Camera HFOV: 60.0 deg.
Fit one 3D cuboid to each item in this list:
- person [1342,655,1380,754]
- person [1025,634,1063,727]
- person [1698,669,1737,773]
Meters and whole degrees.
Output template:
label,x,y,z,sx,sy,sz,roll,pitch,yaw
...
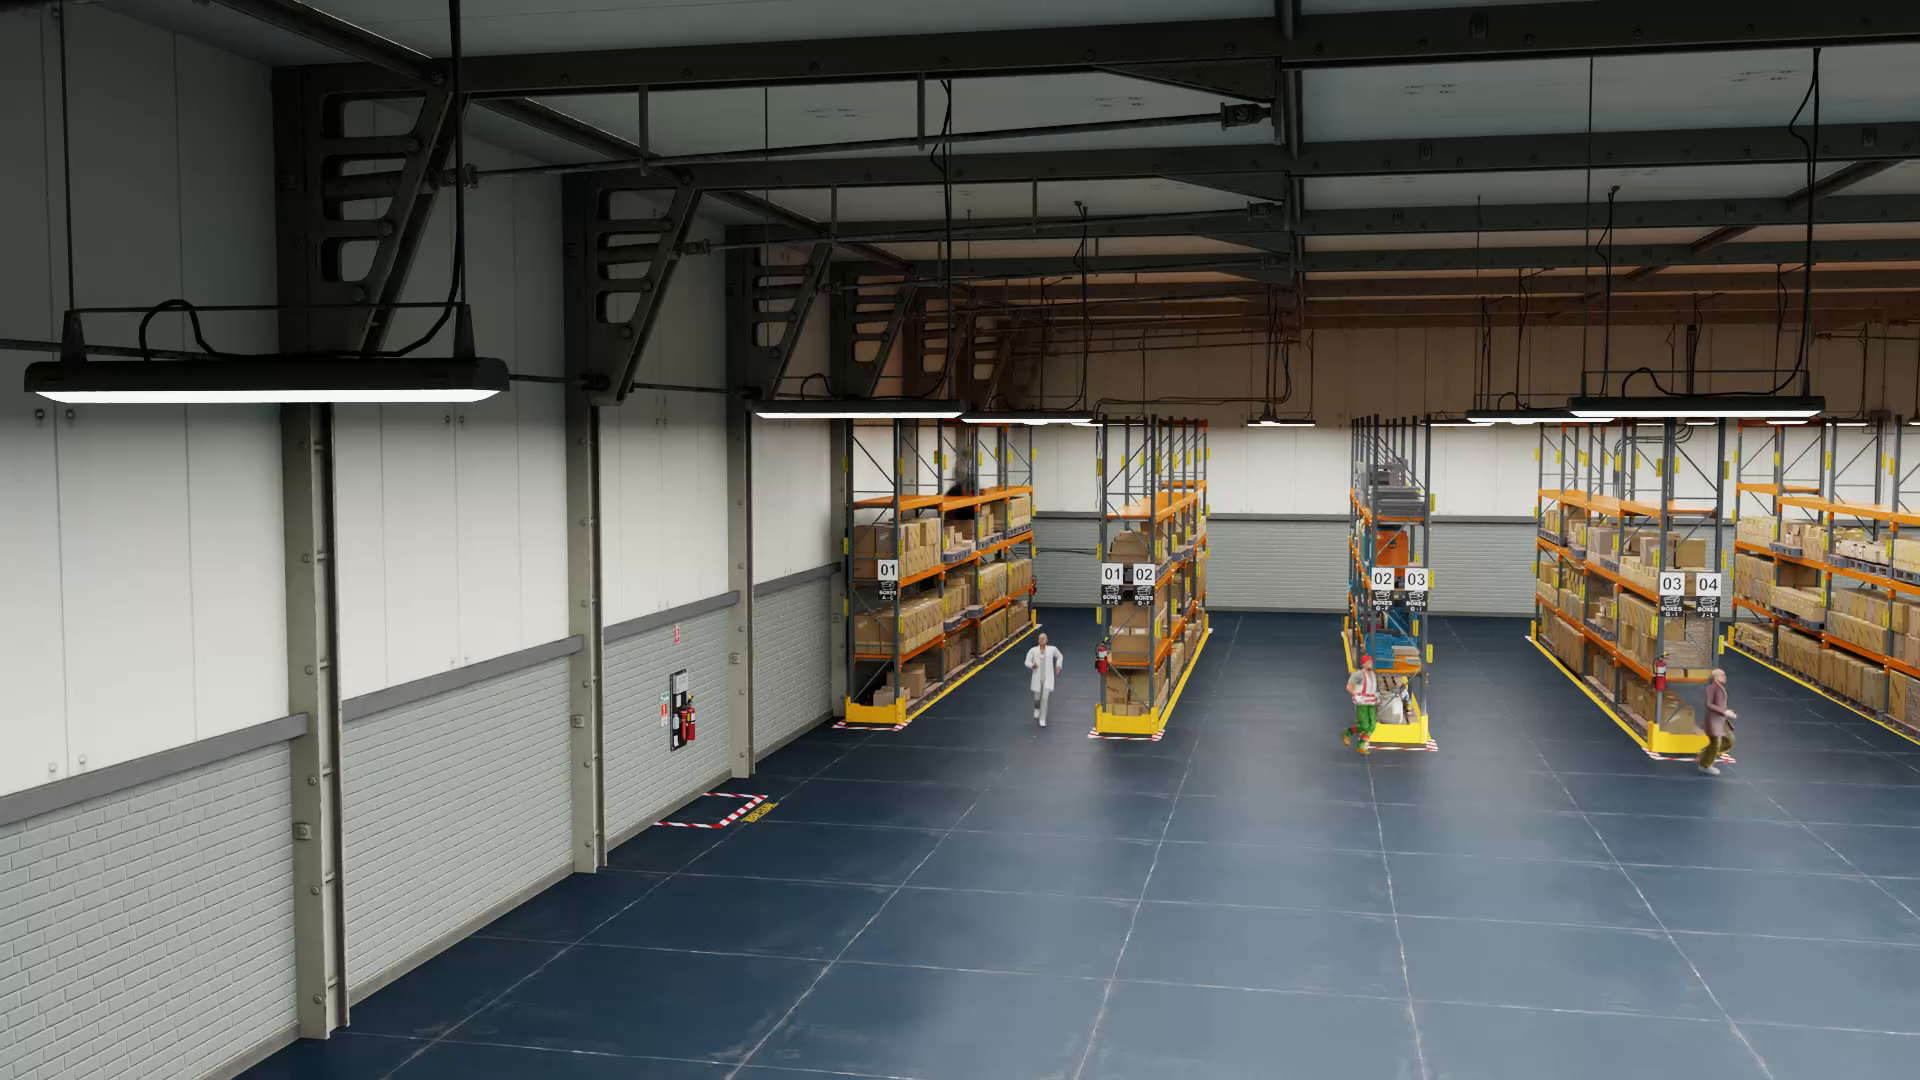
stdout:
label,x,y,z,sx,sy,sz,roll,pitch,yaw
person,7.131,2.896,29.454,0.676,1.734,0.578,-2,5,-32
person,1.607,2.694,32.289,0.723,1.722,1.069,1,4,10
person,12.651,3.014,27.696,0.753,1.743,0.654,-3,5,-41
